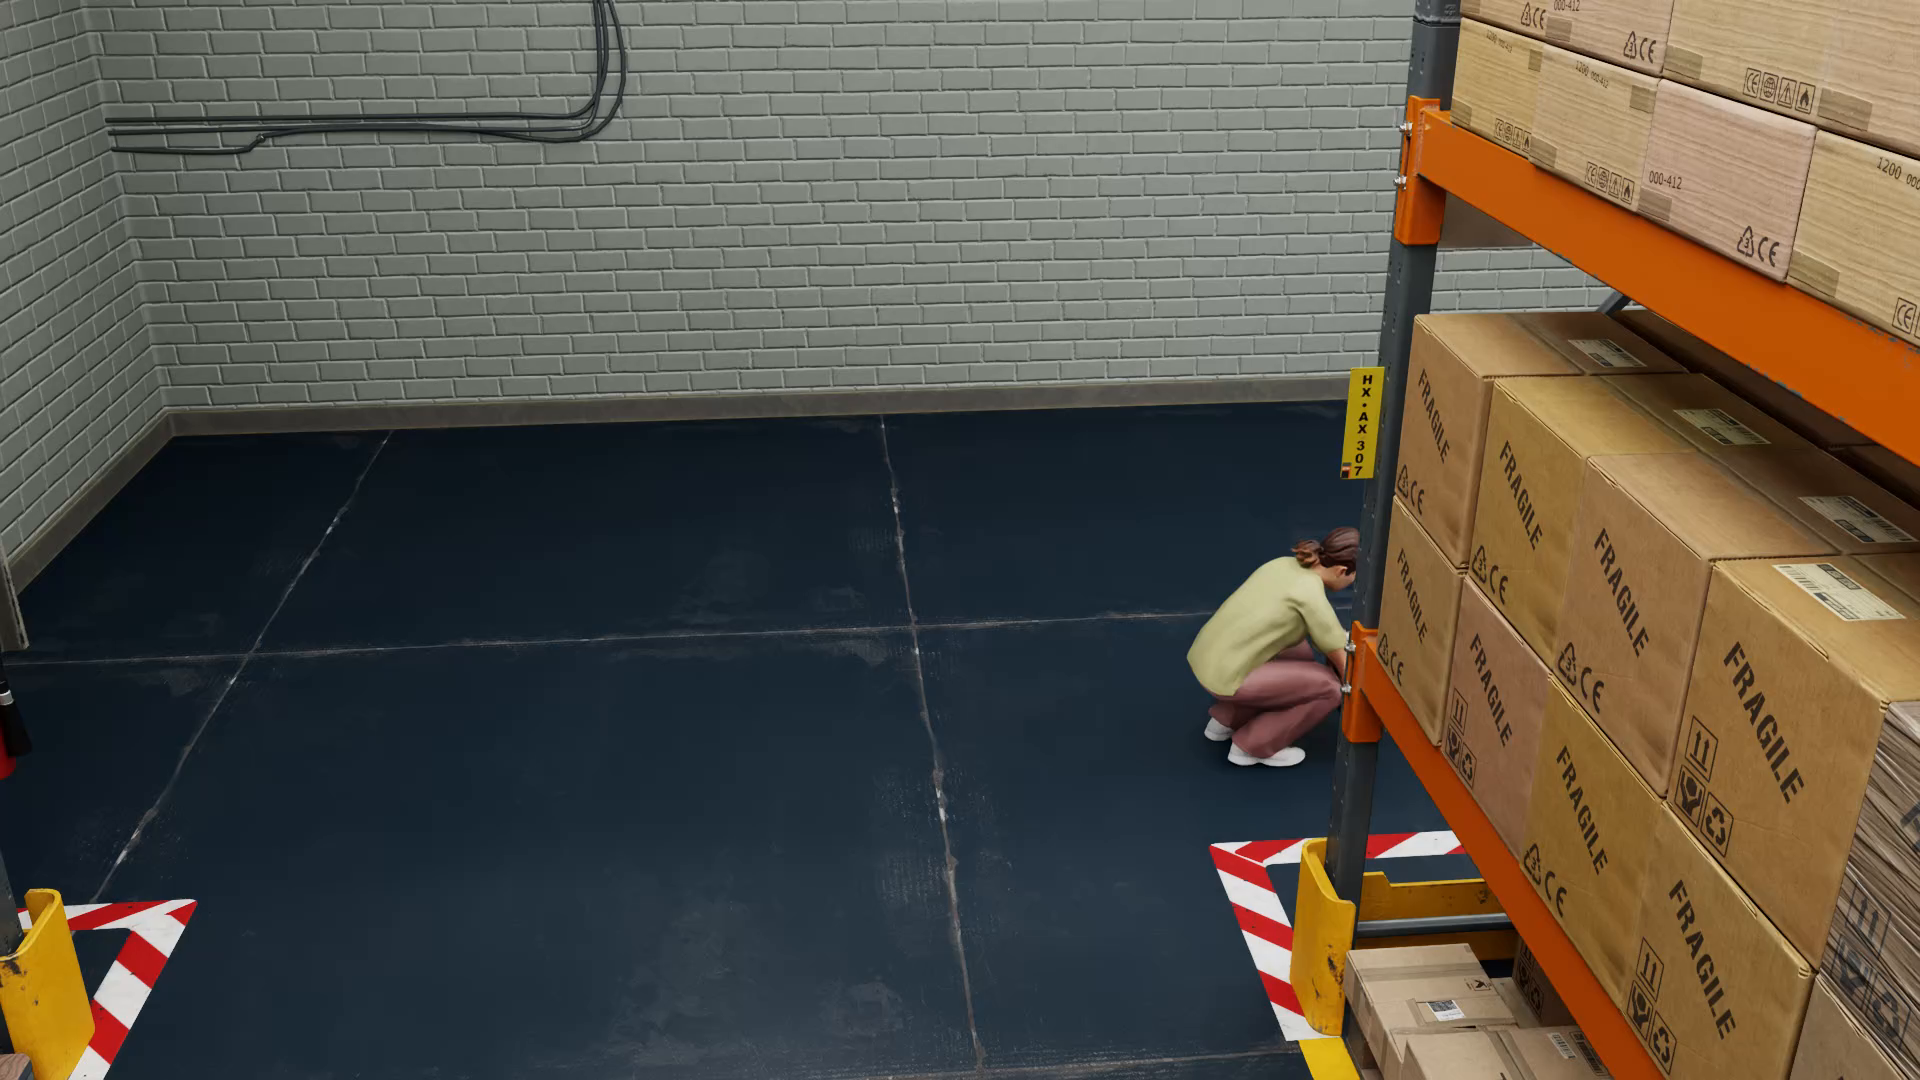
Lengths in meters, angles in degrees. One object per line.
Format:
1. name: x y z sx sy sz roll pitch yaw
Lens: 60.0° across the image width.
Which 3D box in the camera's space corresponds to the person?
1. person: 1.307 0.413 6.590 0.807 0.940 0.467 -3 24 -6
